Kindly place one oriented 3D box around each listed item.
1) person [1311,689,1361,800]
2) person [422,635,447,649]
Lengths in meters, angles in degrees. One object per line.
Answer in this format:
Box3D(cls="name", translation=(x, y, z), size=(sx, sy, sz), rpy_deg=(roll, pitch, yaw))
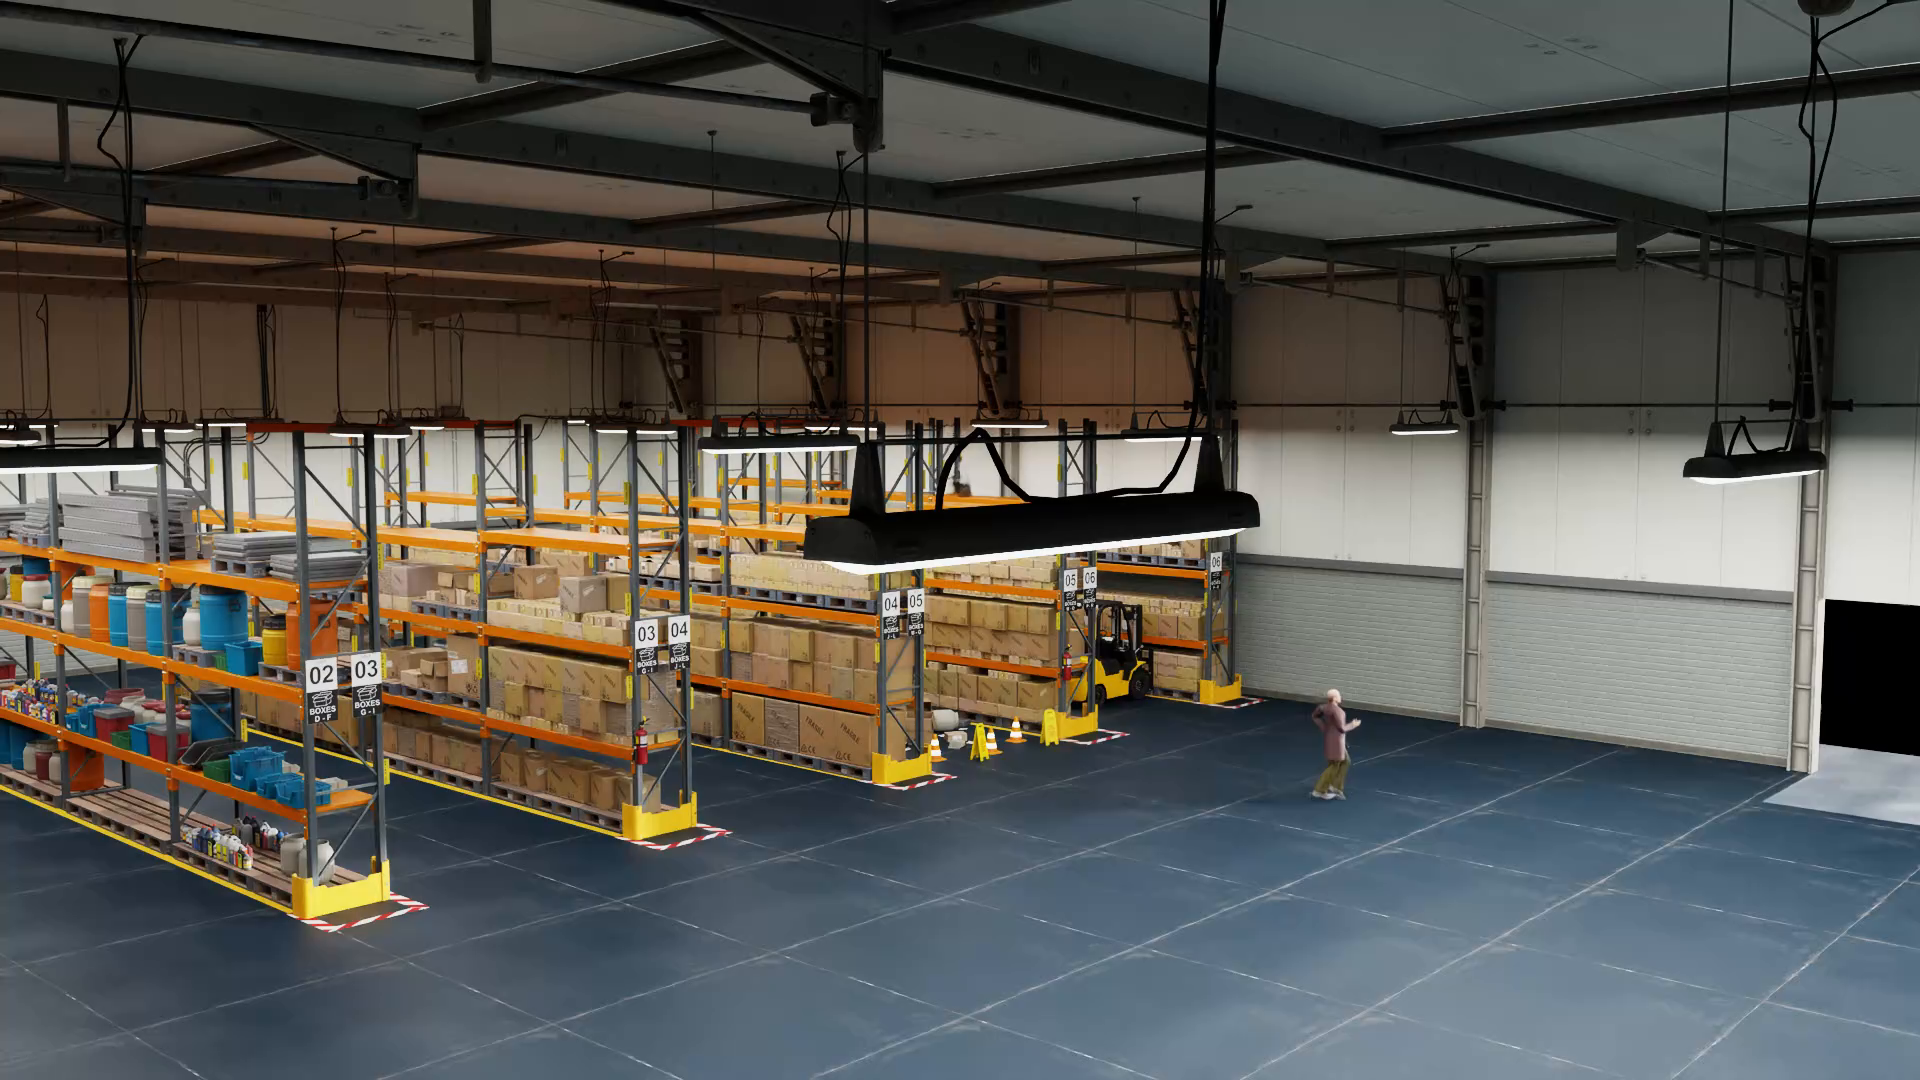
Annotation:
Box3D(cls="person", translation=(6.023, 3.281, 26.520), size=(0.702, 1.826, 0.685), rpy_deg=(0, 5, -5))
Box3D(cls="person", translation=(-12.880, 2.156, 40.567), size=(0.732, 1.737, 0.810), rpy_deg=(4, 6, 40))
